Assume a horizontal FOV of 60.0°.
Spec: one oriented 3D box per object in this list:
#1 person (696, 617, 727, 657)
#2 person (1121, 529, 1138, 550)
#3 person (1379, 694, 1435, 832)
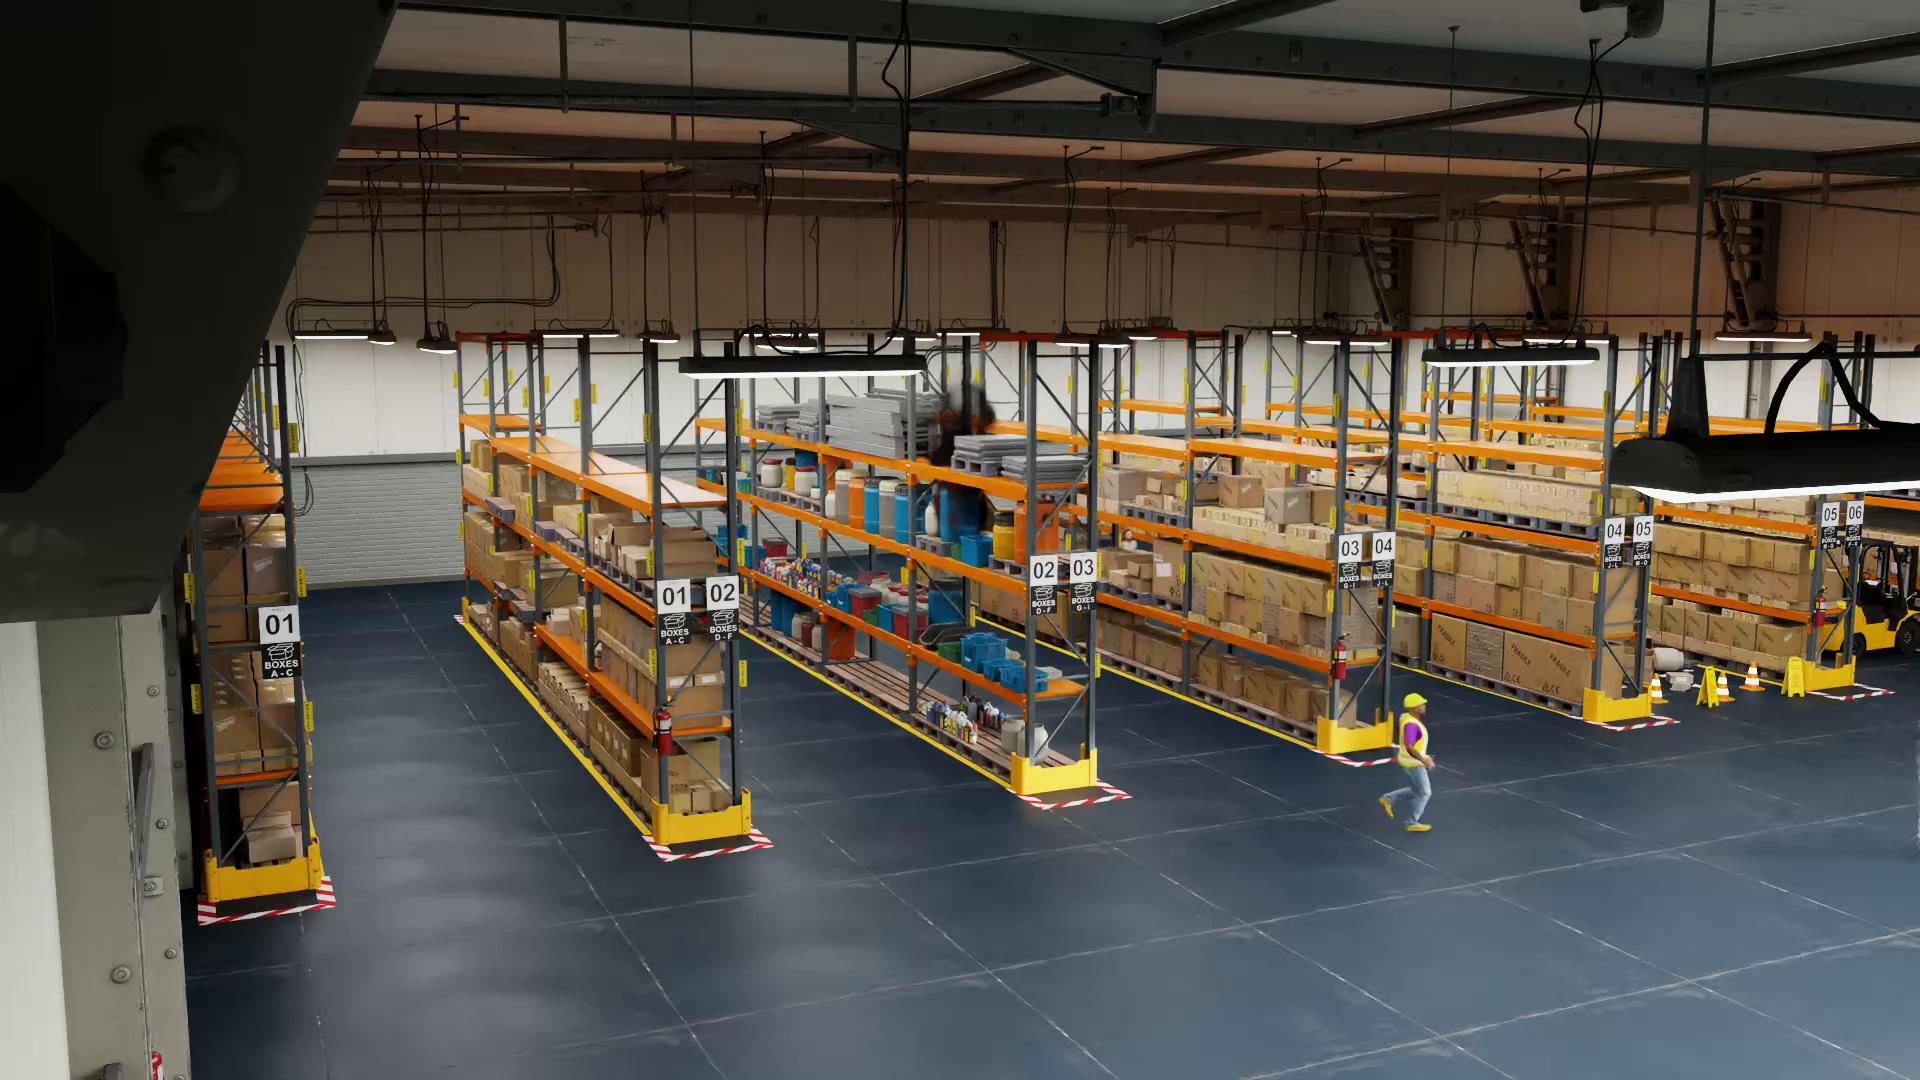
[{"bbox_3d":[-4.351,1.580,29.107,0.640,1.679,0.574,-5,9,-30],"label":"person"},{"bbox_3d":[3.751,0.571,36.695,0.569,1.628,0.600,-3,8,-19],"label":"person"},{"bbox_3d":[5.503,2.731,20.459,0.623,1.724,0.749,1,8,7],"label":"person"}]
